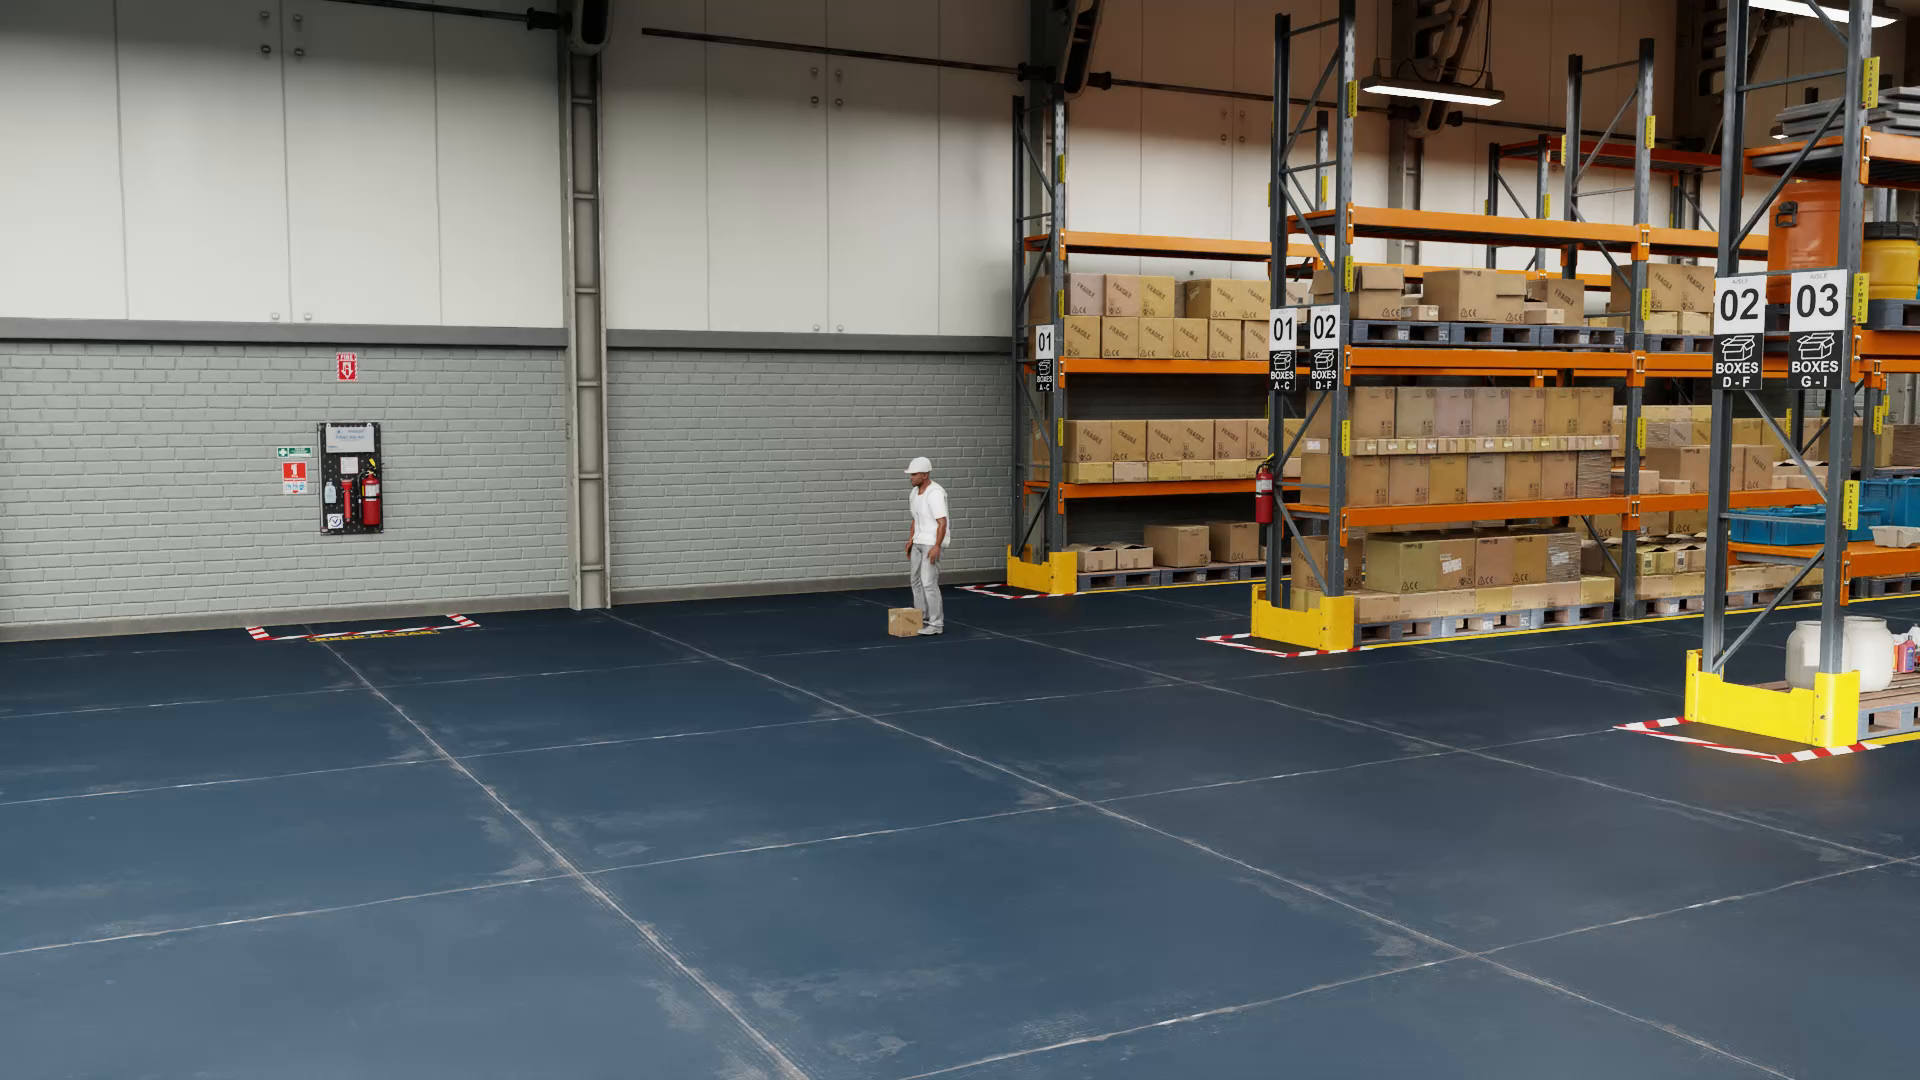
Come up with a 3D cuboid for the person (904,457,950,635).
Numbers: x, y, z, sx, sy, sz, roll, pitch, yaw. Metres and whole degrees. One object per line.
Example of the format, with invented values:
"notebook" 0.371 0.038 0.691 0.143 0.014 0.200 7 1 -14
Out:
"person" -0.348 0.052 16.548 0.456 1.761 0.627 -3 6 -28
